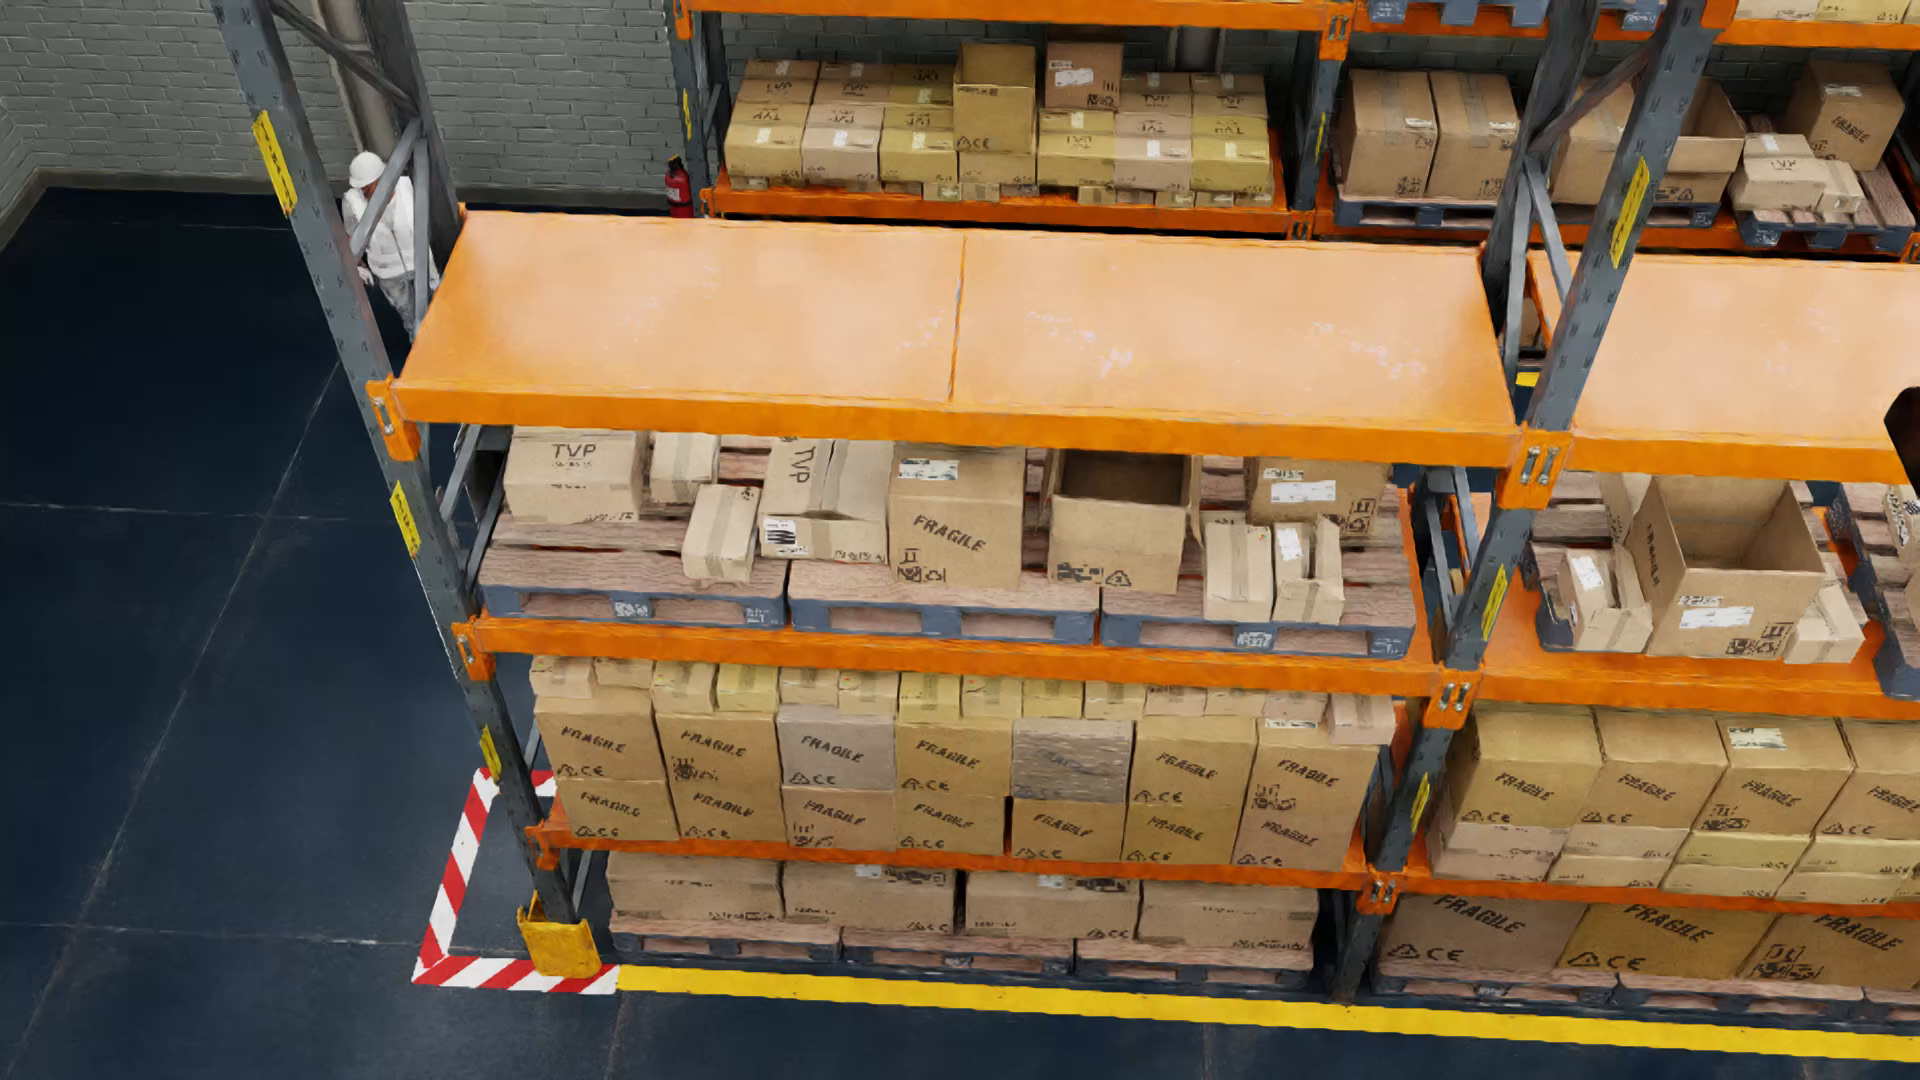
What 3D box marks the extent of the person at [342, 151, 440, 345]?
[{"bbox_3d":[-3.715,-1.893,11.242,0.709,1.777,0.359,-20,51,-17],"label":"person"}]
